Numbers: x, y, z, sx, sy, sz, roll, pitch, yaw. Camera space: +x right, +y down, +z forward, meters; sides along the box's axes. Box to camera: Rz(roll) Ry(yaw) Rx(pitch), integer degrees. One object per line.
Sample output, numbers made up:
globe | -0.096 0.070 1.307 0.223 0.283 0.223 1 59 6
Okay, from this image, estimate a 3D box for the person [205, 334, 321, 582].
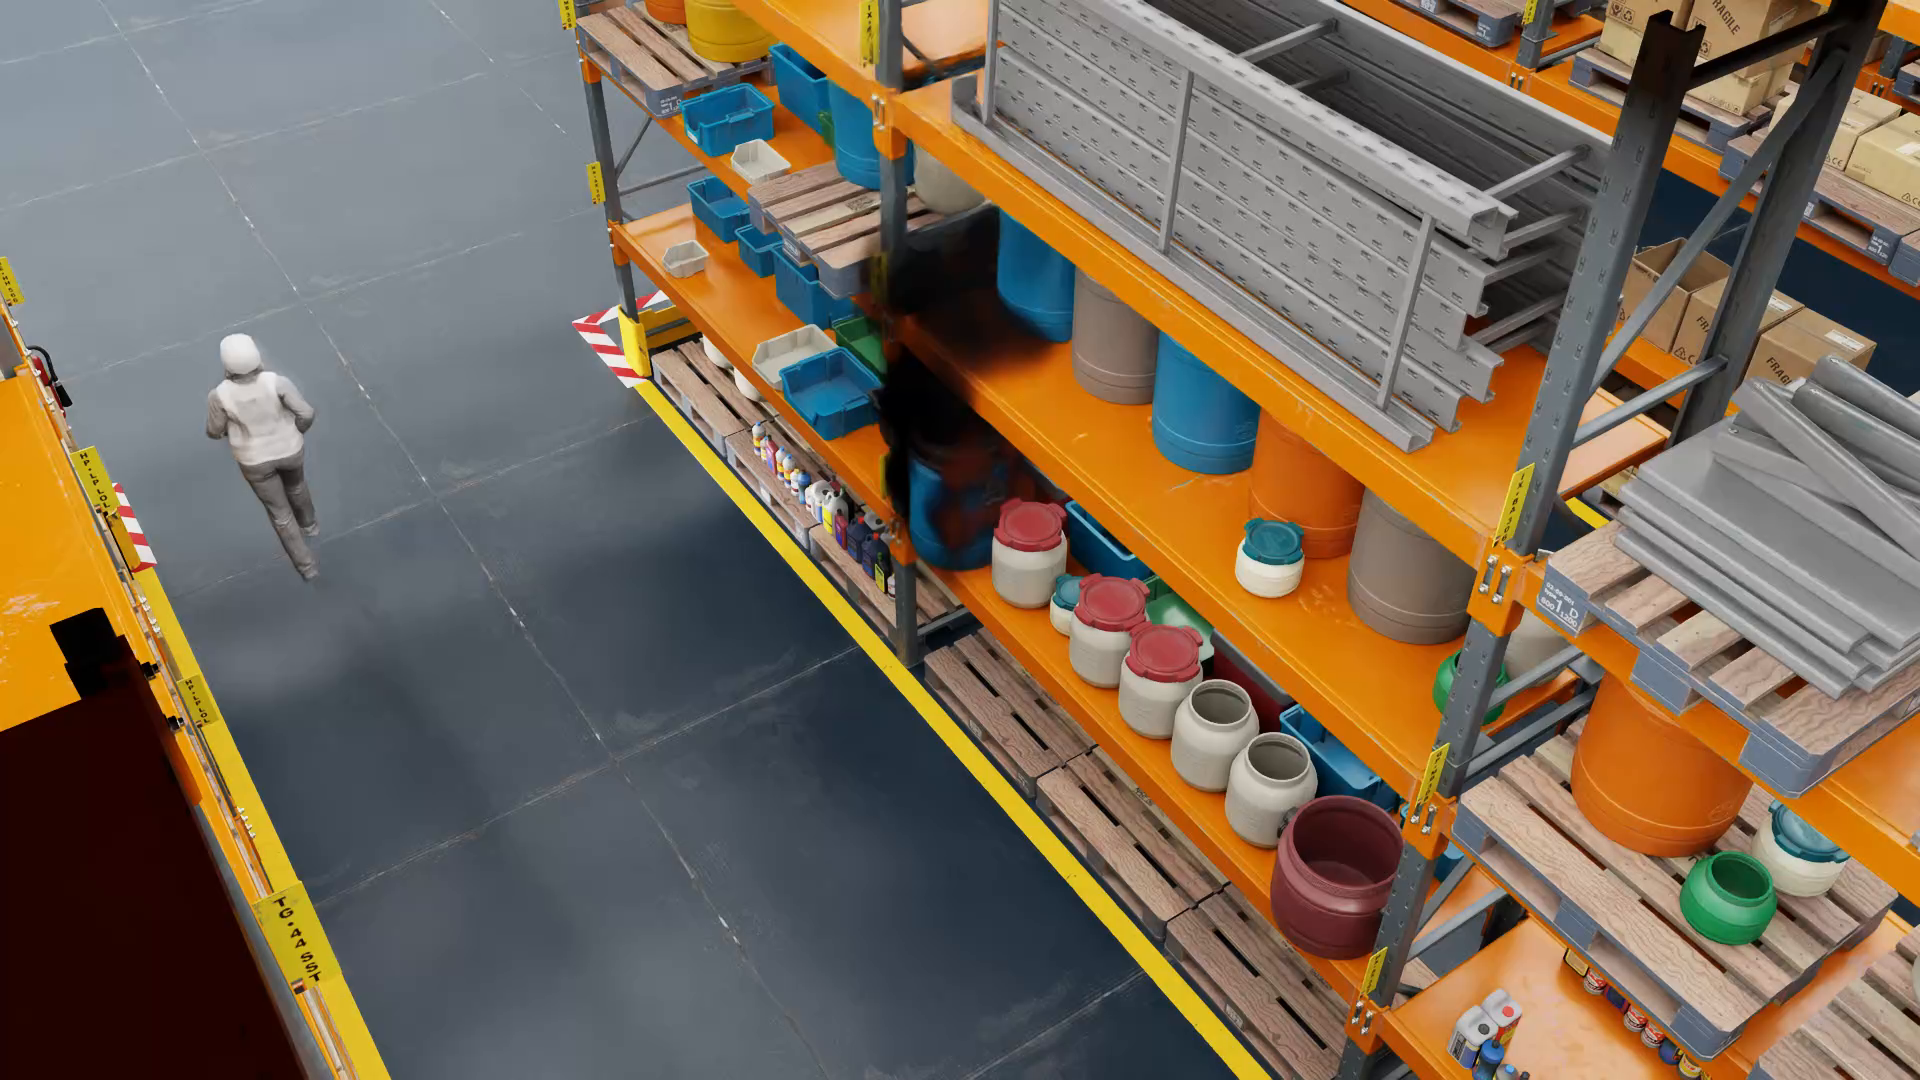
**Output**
person | -4.446 -0.538 10.758 0.650 1.806 0.828 -22 47 -22
